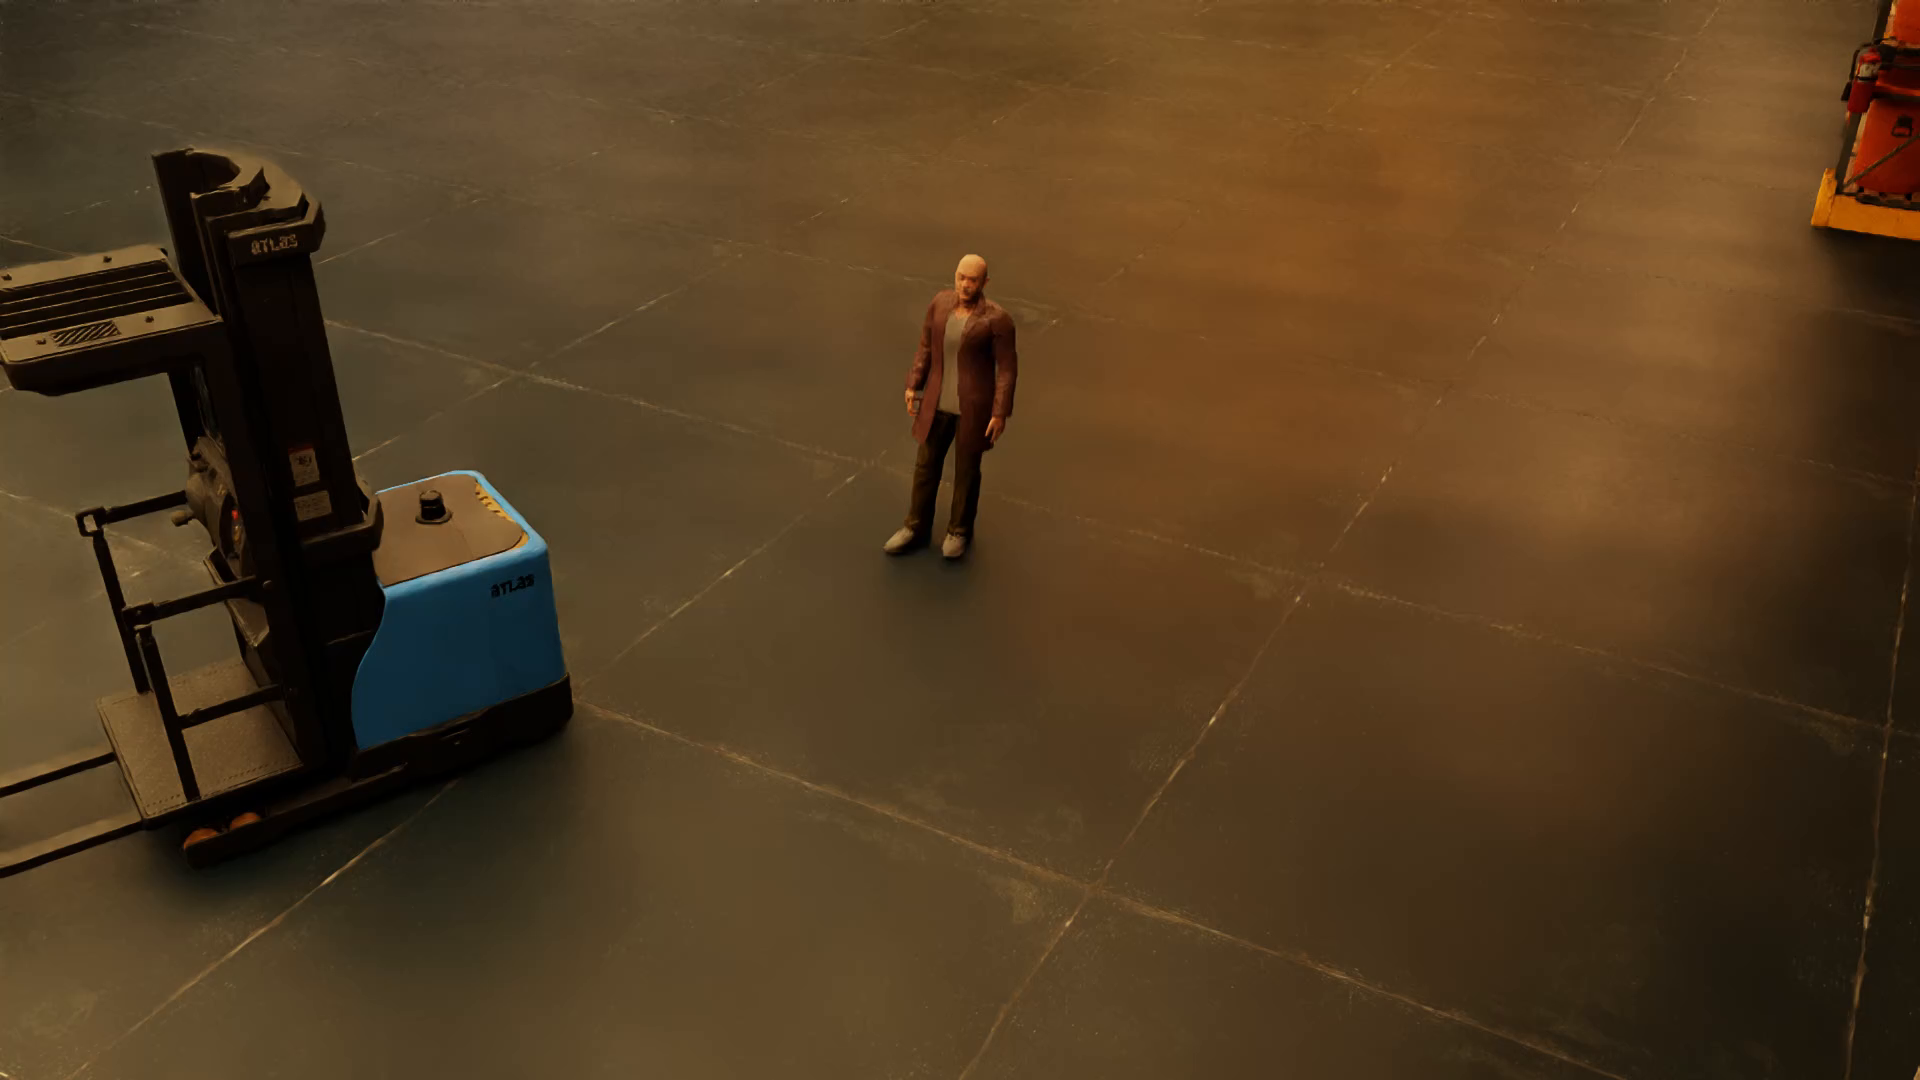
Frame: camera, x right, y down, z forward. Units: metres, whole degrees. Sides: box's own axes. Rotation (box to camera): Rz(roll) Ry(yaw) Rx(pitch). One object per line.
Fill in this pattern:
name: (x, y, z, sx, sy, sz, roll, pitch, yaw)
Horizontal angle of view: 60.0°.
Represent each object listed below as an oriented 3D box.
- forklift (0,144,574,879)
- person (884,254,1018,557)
forklift: (-3.443, -0.106, 7.255, 3.031, 2.935, 1.130, -19, 35, -30)
person: (-0.048, -0.737, 9.488, 0.694, 1.776, 0.580, 15, 33, 25)
